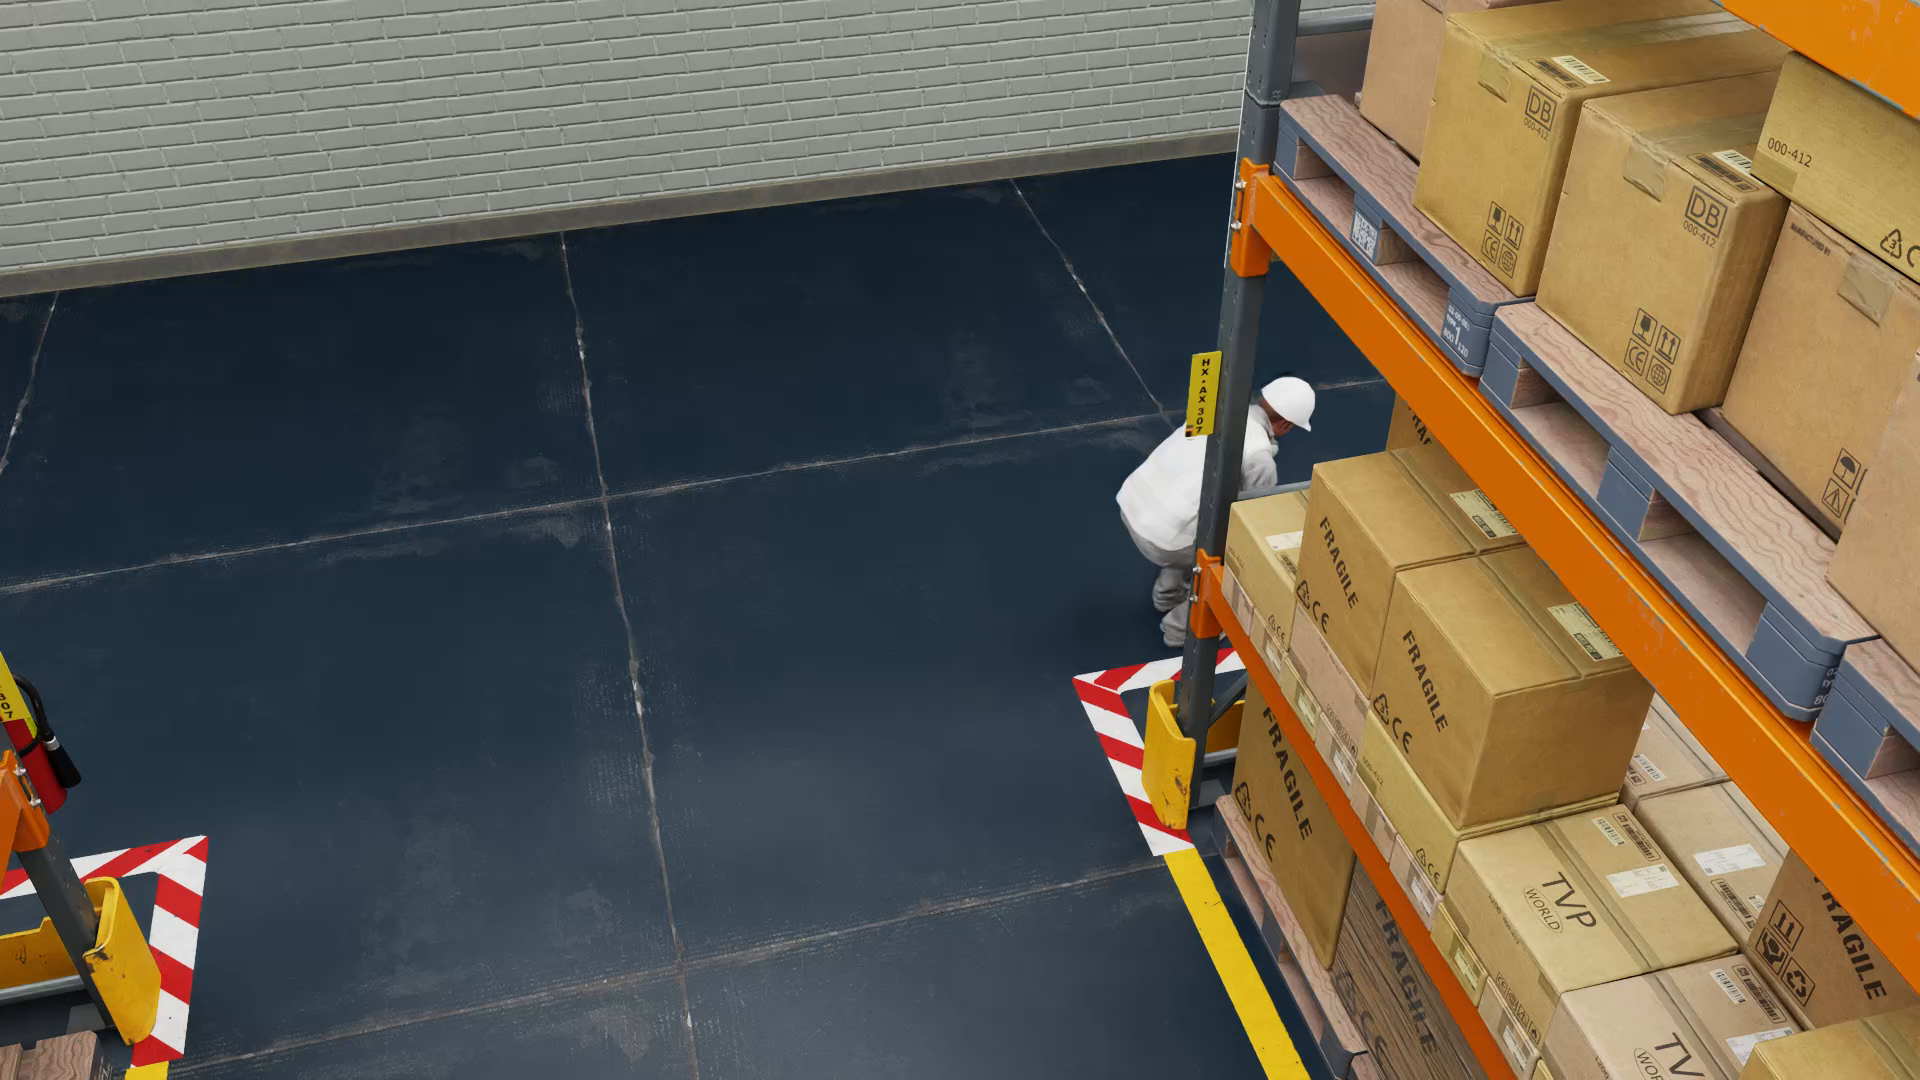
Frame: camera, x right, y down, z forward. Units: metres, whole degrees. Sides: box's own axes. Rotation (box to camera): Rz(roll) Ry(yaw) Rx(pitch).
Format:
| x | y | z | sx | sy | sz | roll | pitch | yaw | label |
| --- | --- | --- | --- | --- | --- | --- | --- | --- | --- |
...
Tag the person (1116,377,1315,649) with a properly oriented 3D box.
| x | y | z | sx | sy | sz | roll | pitch | yaw | label |
| --- | --- | --- | --- | --- | --- | --- | --- | --- | --- |
| 1.108 | -0.145 | 7.339 | 0.851 | 1.211 | 0.573 | -9 | 39 | -12 | person |
